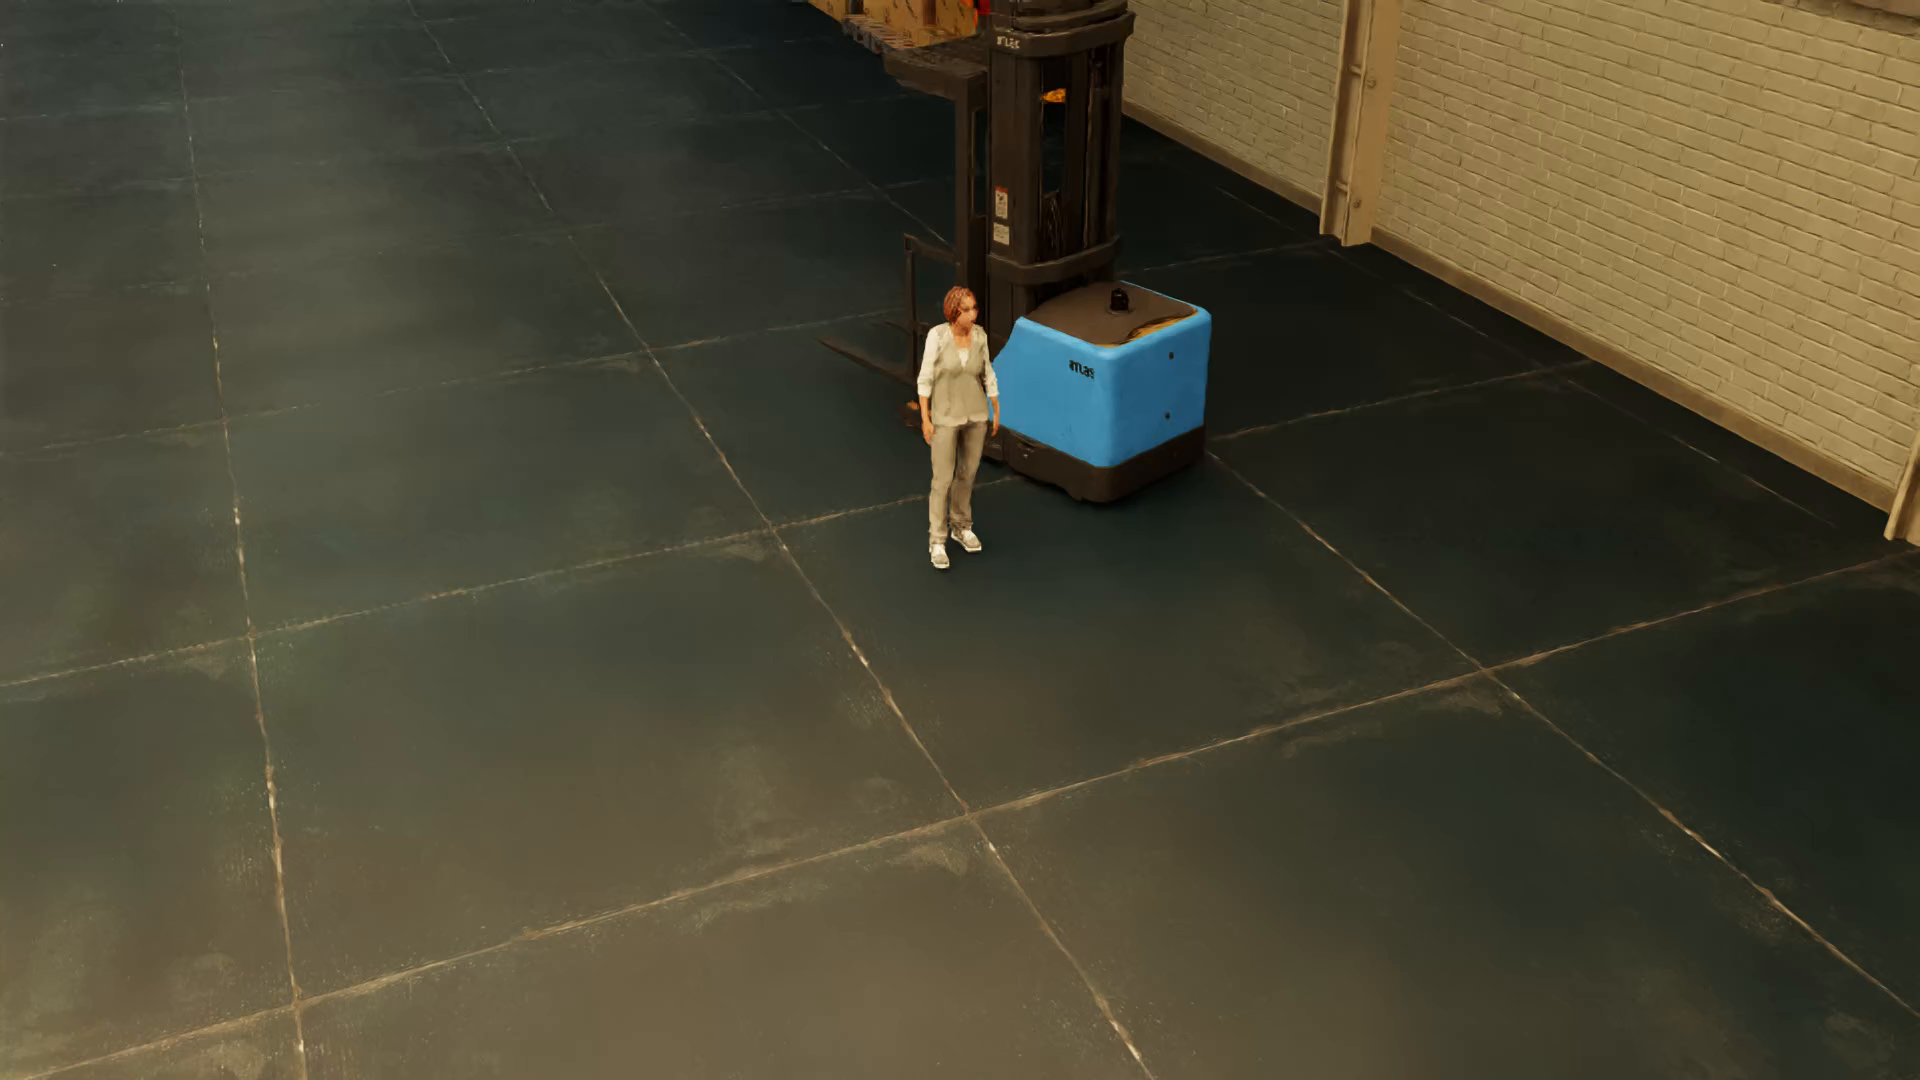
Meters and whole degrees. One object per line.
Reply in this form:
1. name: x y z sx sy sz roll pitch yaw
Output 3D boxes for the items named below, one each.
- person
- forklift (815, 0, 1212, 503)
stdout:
1. person: 0.017 -0.663 9.609 0.521 1.597 0.474 -12 32 -20
2. forklift: 0.219 -2.143 10.867 1.130 2.935 3.031 -25 38 -37
